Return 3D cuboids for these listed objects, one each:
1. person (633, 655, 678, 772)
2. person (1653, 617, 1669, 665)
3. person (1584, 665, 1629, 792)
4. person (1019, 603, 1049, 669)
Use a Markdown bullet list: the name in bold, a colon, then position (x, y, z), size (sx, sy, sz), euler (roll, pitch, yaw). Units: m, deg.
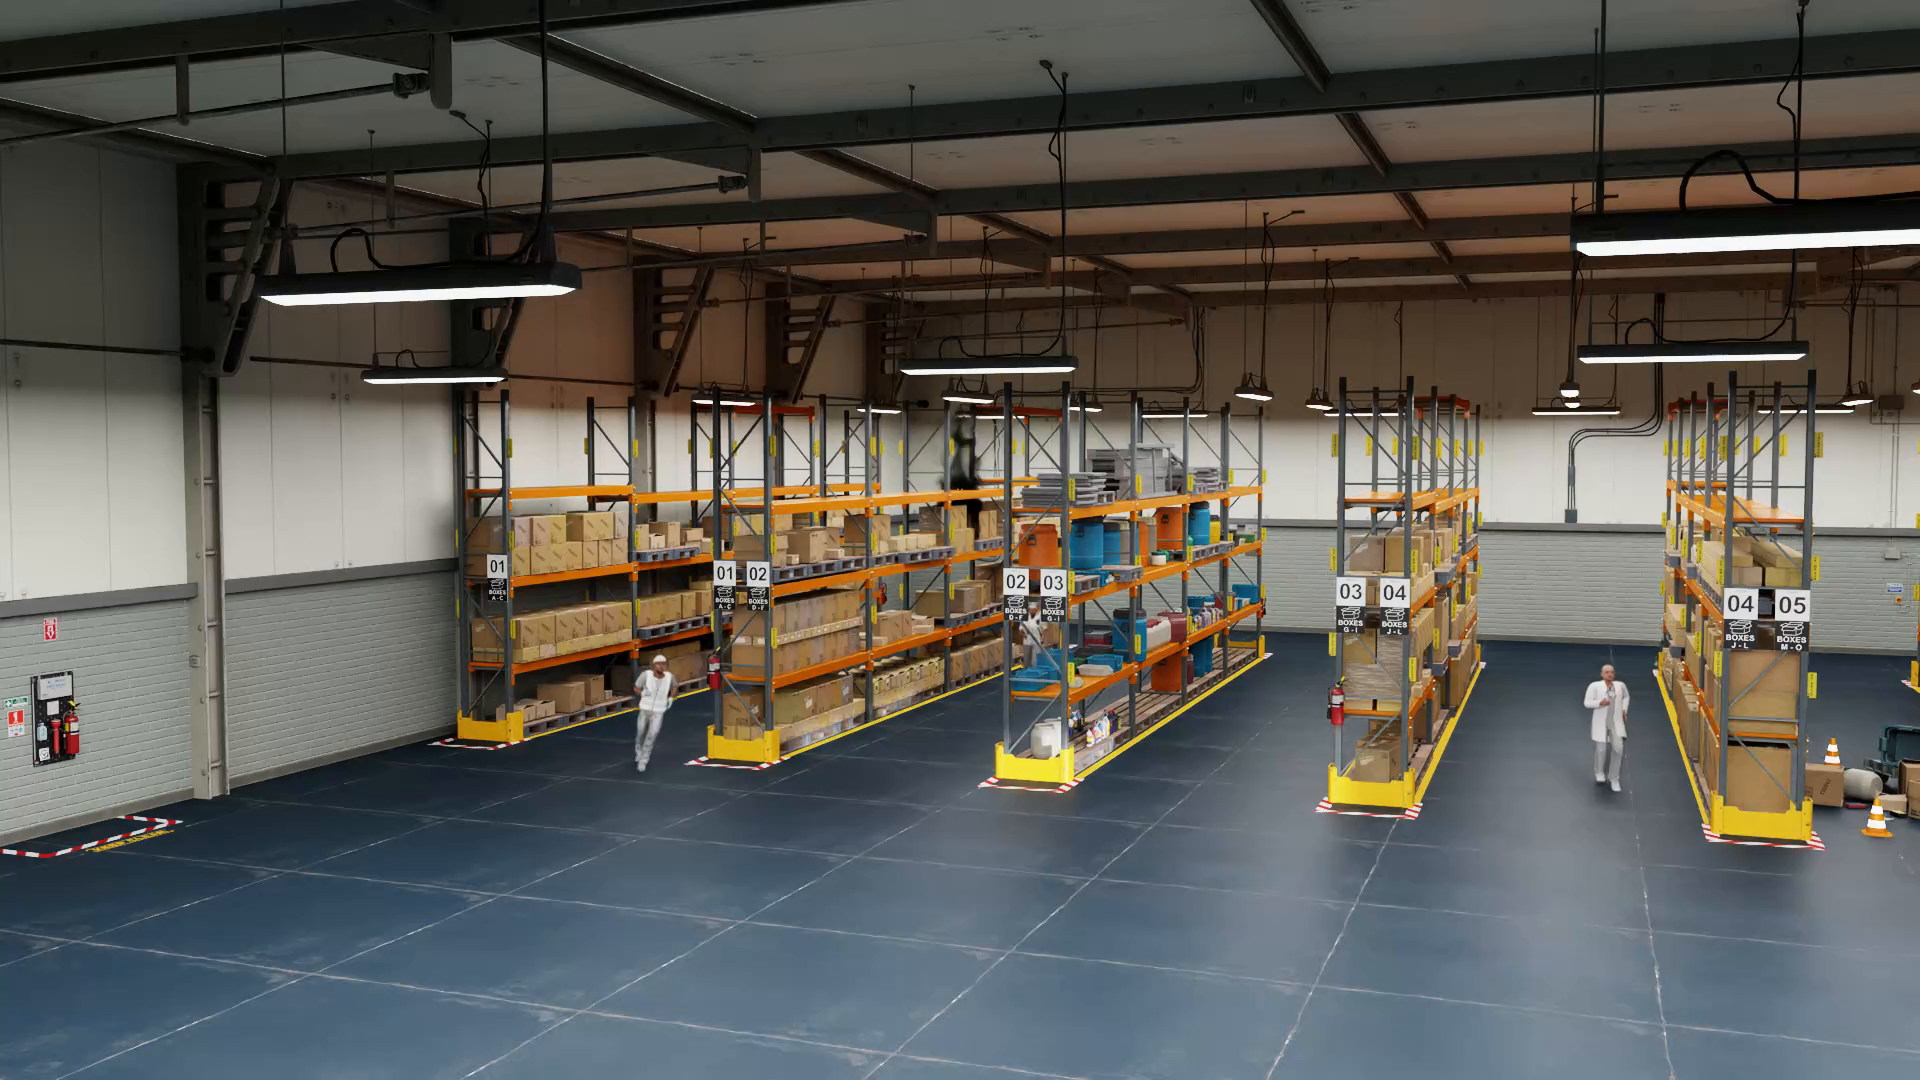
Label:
- **person**: position (-4.775, 2.679, 26.081), size (0.688, 1.769, 0.915), euler (0, 3, -8)
- **person**: position (16.120, 2.141, 37.927), size (0.696, 1.558, 0.660), euler (2, 4, 36)
- **person**: position (9.558, 2.760, 24.540), size (0.687, 1.845, 0.811), euler (1, 3, 11)
- **person**: position (1.442, 2.074, 32.783), size (0.590, 1.690, 0.727), euler (1, 3, 11)
